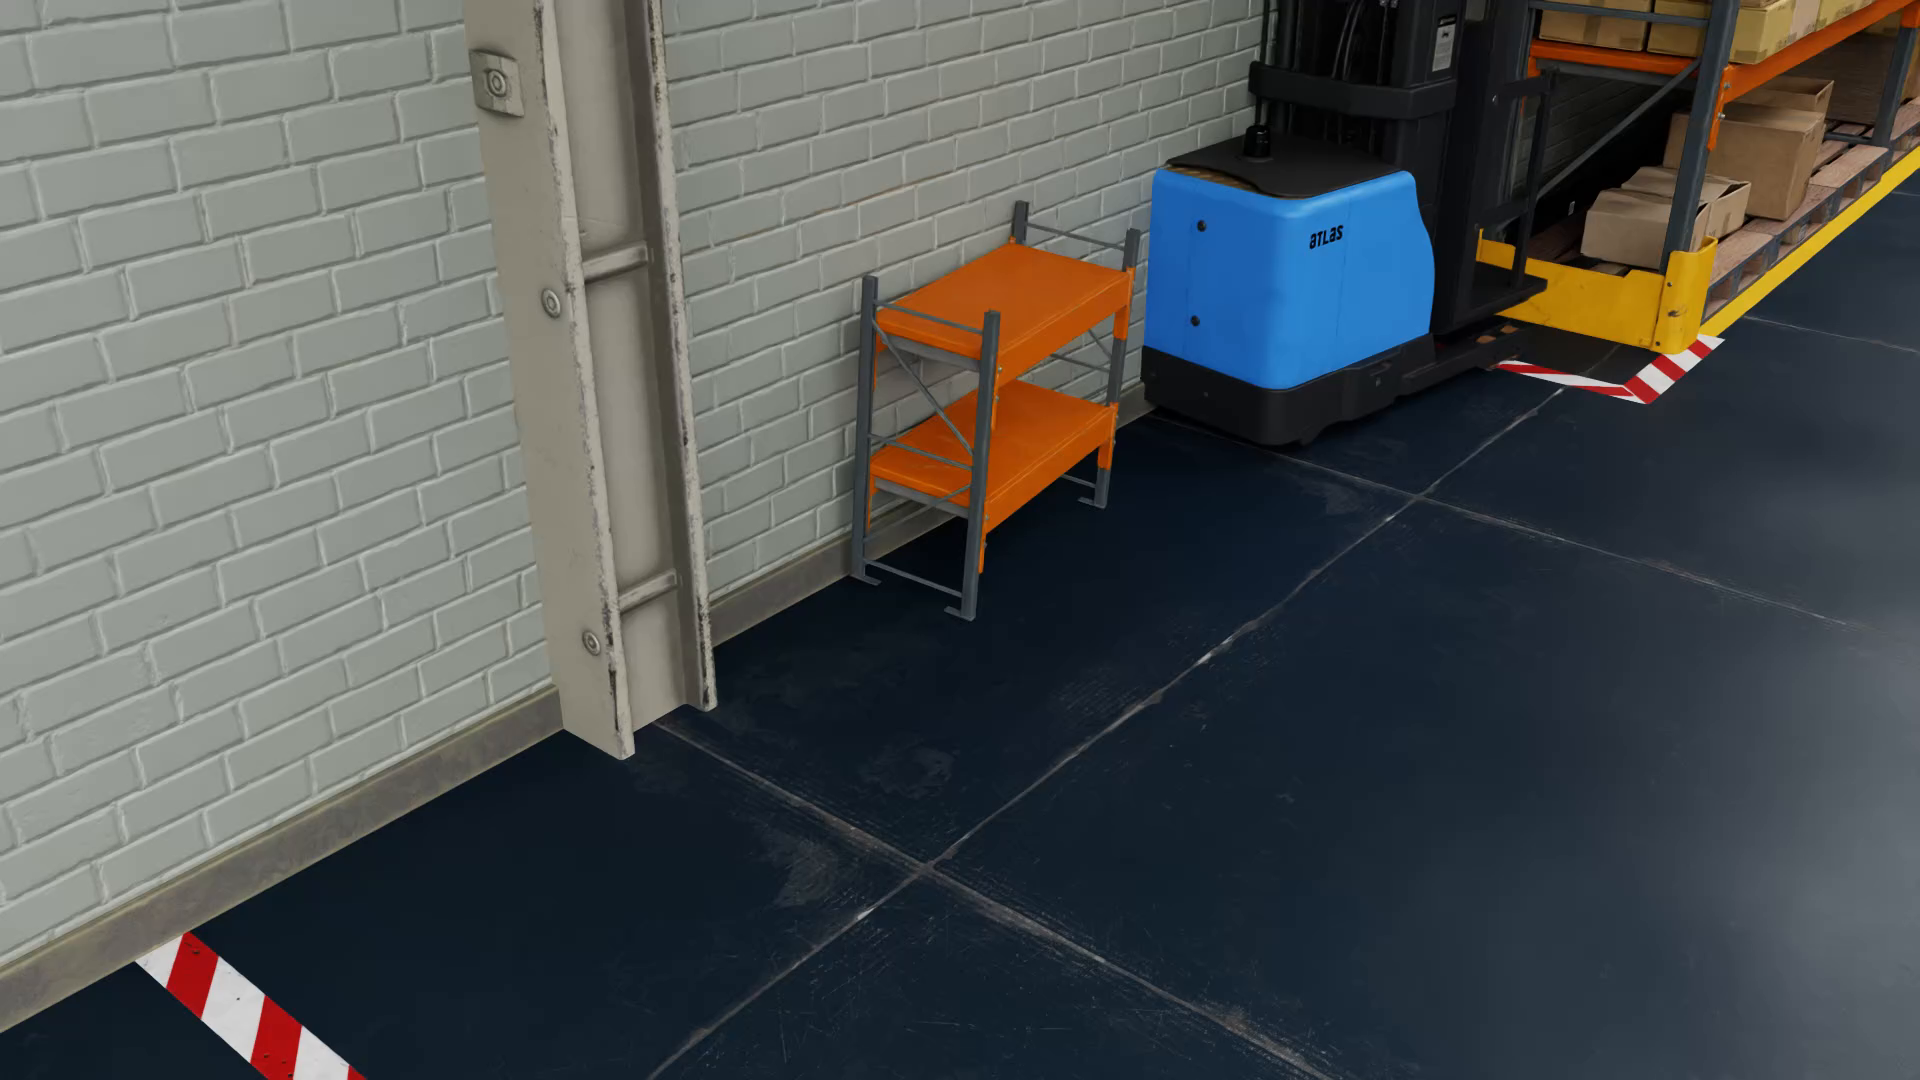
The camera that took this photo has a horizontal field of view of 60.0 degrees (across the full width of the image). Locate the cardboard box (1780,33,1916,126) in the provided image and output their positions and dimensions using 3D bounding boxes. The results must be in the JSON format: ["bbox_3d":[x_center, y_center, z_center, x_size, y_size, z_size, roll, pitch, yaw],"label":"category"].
[{"bbox_3d":[6.034,-3.183,11.380,0.700,0.500,0.500,22,35,36],"label":"cardboard box"}]

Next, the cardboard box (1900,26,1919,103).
[{"bbox_3d":[6.324,-3.381,11.762,0.700,0.500,0.500,20,33,33],"label":"cardboard box"}]

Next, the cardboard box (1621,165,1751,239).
[{"bbox_3d":[3.906,-1.836,8.982,0.500,0.311,0.500,24,36,38],"label":"cardboard box"}]

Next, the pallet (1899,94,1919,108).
[{"bbox_3d":[6.848,-3.304,12.408,1.003,0.211,1.213,21,34,34],"label":"pallet"}]

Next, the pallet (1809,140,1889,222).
[{"bbox_3d":[5.178,-2.345,10.553,1.003,0.211,1.213,21,34,34],"label":"pallet"}]

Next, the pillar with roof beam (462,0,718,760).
[{"bbox_3d":[2.317,-2.194,0.697,9.100,9.000,0.400,21,34,34],"label":"pillar with roof beam"}]

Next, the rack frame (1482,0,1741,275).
[{"bbox_3d":[3.034,-2.414,7.651,1.000,3.000,0.127,21,34,34],"label":"rack frame"}]

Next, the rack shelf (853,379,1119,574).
[{"bbox_3d":[0.113,-0.278,6.054,0.538,0.278,1.000,19,33,25],"label":"rack shelf"}]

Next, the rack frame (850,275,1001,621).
[{"bbox_3d":[-0.131,-0.290,5.546,0.500,1.125,0.032,19,33,25],"label":"rack frame"}]

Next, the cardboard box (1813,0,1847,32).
[{"bbox_3d":[4.237,-2.803,8.546,0.500,0.250,0.500,20,34,34],"label":"cardboard box"}]

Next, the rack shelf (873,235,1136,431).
[{"bbox_3d":[0.148,-0.744,5.790,0.538,0.278,1.000,19,33,25],"label":"rack shelf"}]

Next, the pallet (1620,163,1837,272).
[{"bbox_3d":[4.403,-1.911,9.713,1.003,0.211,1.213,21,34,34],"label":"pallet"}]

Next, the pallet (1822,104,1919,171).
[{"bbox_3d":[6.072,-2.870,11.568,1.003,0.211,1.213,21,34,34],"label":"pallet"}]

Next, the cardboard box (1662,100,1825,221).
[{"bbox_3d":[4.411,-2.166,9.413,0.700,0.500,0.500,18,33,31],"label":"cardboard box"}]

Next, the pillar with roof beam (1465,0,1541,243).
[{"bbox_3d":[6.134,-4.321,4.809,9.100,9.000,0.400,21,34,34],"label":"pillar with roof beam"}]

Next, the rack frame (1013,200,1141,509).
[{"bbox_3d":[0.389,-0.690,6.322,0.500,1.125,0.032,19,33,25],"label":"rack frame"}]

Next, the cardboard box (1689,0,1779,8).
[{"bbox_3d":[3.570,-2.771,7.666,0.500,0.500,0.500,21,34,34],"label":"cardboard box"}]

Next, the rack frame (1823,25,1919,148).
[{"bbox_3d":[5.578,-3.832,10.393,1.000,3.000,0.127,21,34,34],"label":"rack frame"}]

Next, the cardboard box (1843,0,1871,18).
[{"bbox_3d":[4.561,-2.982,8.891,0.500,0.250,0.500,21,34,35],"label":"cardboard box"}]

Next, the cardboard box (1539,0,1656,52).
[{"bbox_3d":[3.182,-2.578,8.111,0.500,0.250,0.500,21,34,35],"label":"cardboard box"}]

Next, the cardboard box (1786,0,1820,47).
[{"bbox_3d":[3.909,-2.625,8.200,0.500,0.250,0.500,20,33,33],"label":"cardboard box"}]

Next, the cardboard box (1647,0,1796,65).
[{"bbox_3d":[3.589,-2.436,7.836,0.500,0.250,0.500,20,33,33],"label":"cardboard box"}]

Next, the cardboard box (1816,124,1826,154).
[{"bbox_3d":[5.261,-2.571,10.559,0.380,0.166,0.250,16,31,28],"label":"cardboard box"}]

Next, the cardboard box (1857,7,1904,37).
[{"bbox_3d":[6.311,-3.673,11.511,0.500,0.250,0.500,20,33,33],"label":"cardboard box"}]

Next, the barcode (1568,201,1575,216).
[{"bbox_3d":[3.246,-1.761,8.828,0.001,0.075,0.075,21,34,34],"label":"barcode"}]

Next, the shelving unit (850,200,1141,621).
[{"bbox_3d":[0.129,-0.490,5.934,0.538,1.125,1.048,19,33,25],"label":"shelving unit"}]

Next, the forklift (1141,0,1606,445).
[{"bbox_3d":[2.065,-2.251,7.411,3.031,2.935,1.130,-22,35,-36],"label":"forklift"}]

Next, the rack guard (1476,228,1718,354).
[{"bbox_3d":[3.082,-1.330,8.278,1.175,0.500,0.348,21,34,34],"label":"rack guard"}]

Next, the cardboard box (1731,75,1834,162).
[{"bbox_3d":[4.949,-2.537,10.132,0.500,0.500,0.500,18,32,31],"label":"cardboard box"}]

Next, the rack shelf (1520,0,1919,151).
[{"bbox_3d":[4.306,-2.803,9.187,1.077,0.370,4.000,21,34,34],"label":"rack shelf"}]

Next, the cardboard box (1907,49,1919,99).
[{"bbox_3d":[6.679,-3.550,12.089,0.700,0.500,0.500,21,34,35],"label":"cardboard box"}]

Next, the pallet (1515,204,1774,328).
[{"bbox_3d":[3.626,-1.480,8.881,1.003,0.211,1.213,21,34,34],"label":"pallet"}]

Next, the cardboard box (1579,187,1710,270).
[{"bbox_3d":[3.544,-1.634,8.591,0.500,0.311,0.500,17,32,29],"label":"cardboard box"}]

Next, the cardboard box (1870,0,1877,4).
[{"bbox_3d":[4.880,-3.161,9.237,0.500,0.250,0.500,21,34,34],"label":"cardboard box"}]
